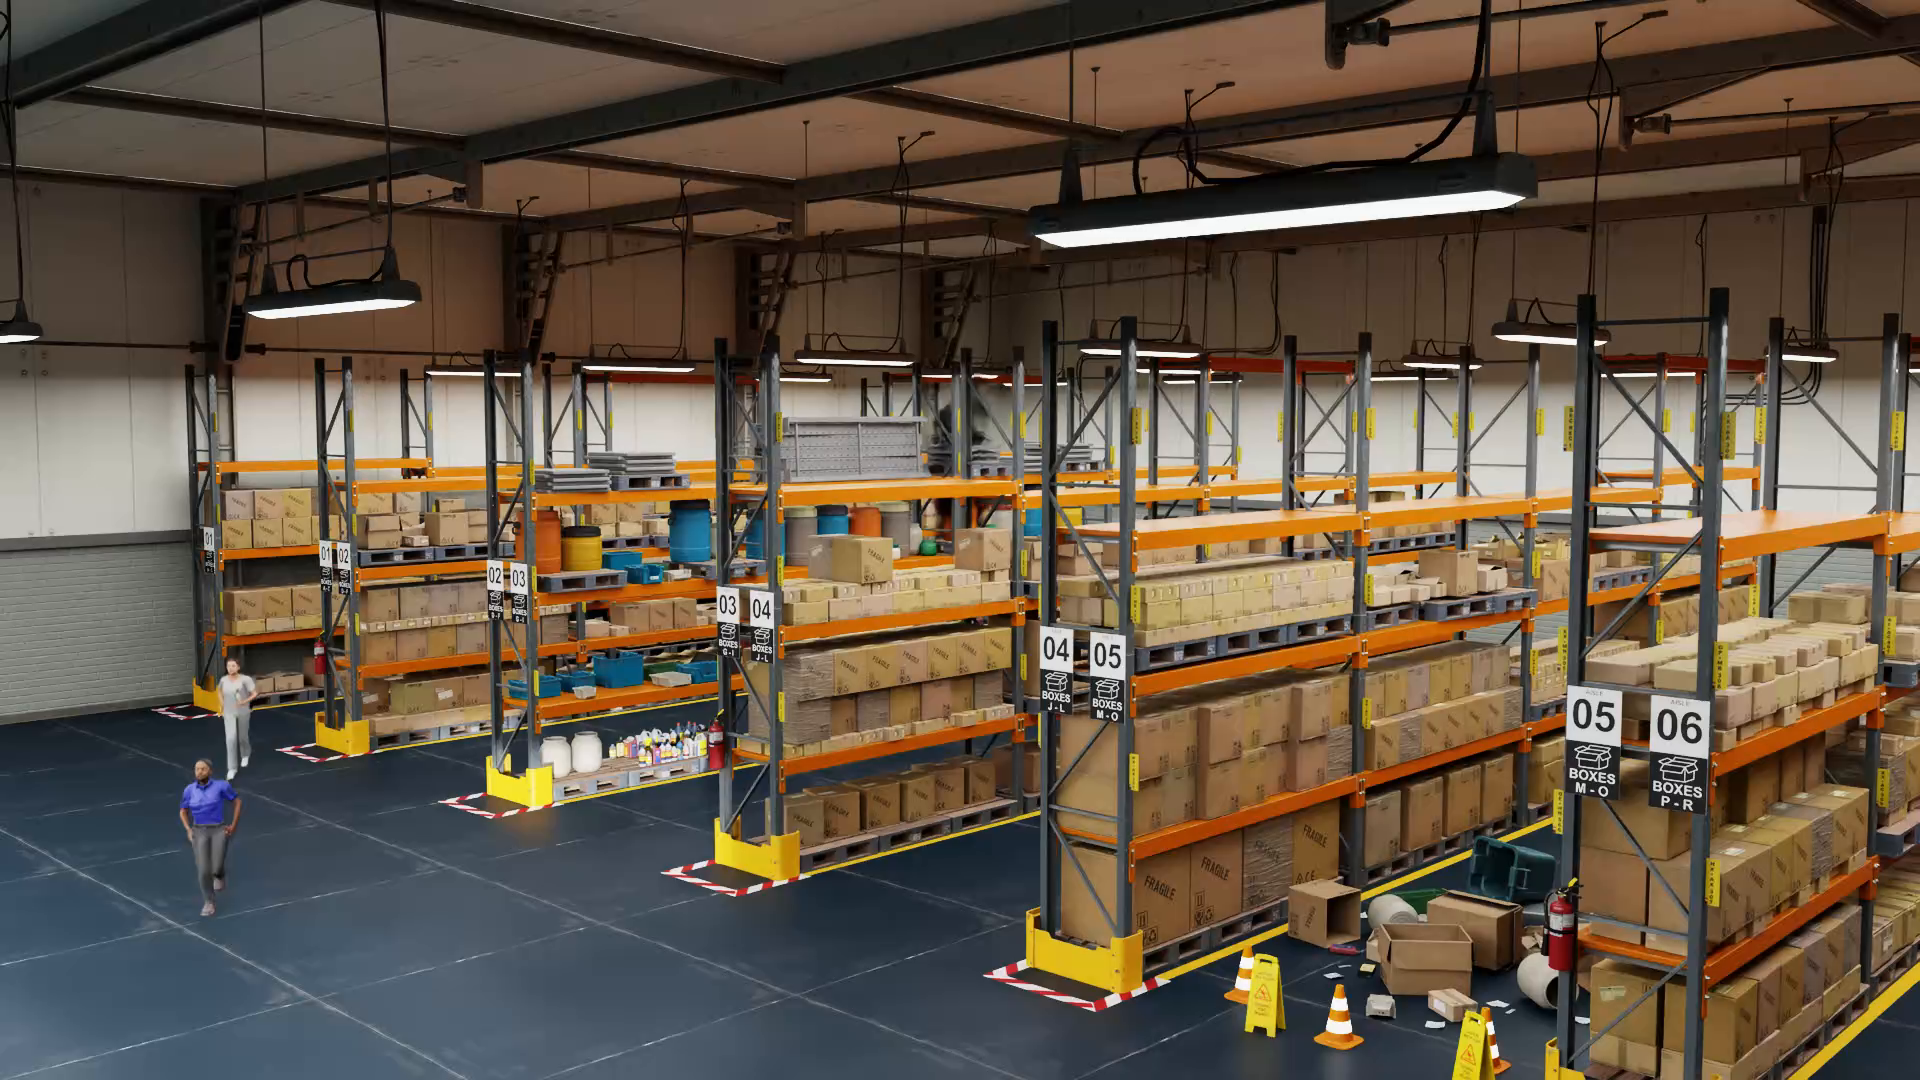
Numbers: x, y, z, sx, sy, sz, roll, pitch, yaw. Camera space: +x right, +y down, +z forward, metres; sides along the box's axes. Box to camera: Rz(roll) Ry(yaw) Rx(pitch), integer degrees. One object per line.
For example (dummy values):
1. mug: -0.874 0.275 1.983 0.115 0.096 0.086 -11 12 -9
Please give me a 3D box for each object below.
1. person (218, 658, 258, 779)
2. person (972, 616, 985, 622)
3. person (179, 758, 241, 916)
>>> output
1. person: -10.280 2.491 23.678 0.566 1.670 0.904 -1 4 -10
2. person: 0.328 1.746 32.594 0.710 1.684 0.963 3 5 34
3. person: -7.762 3.093 17.232 0.584 1.538 0.634 -1 4 -13
